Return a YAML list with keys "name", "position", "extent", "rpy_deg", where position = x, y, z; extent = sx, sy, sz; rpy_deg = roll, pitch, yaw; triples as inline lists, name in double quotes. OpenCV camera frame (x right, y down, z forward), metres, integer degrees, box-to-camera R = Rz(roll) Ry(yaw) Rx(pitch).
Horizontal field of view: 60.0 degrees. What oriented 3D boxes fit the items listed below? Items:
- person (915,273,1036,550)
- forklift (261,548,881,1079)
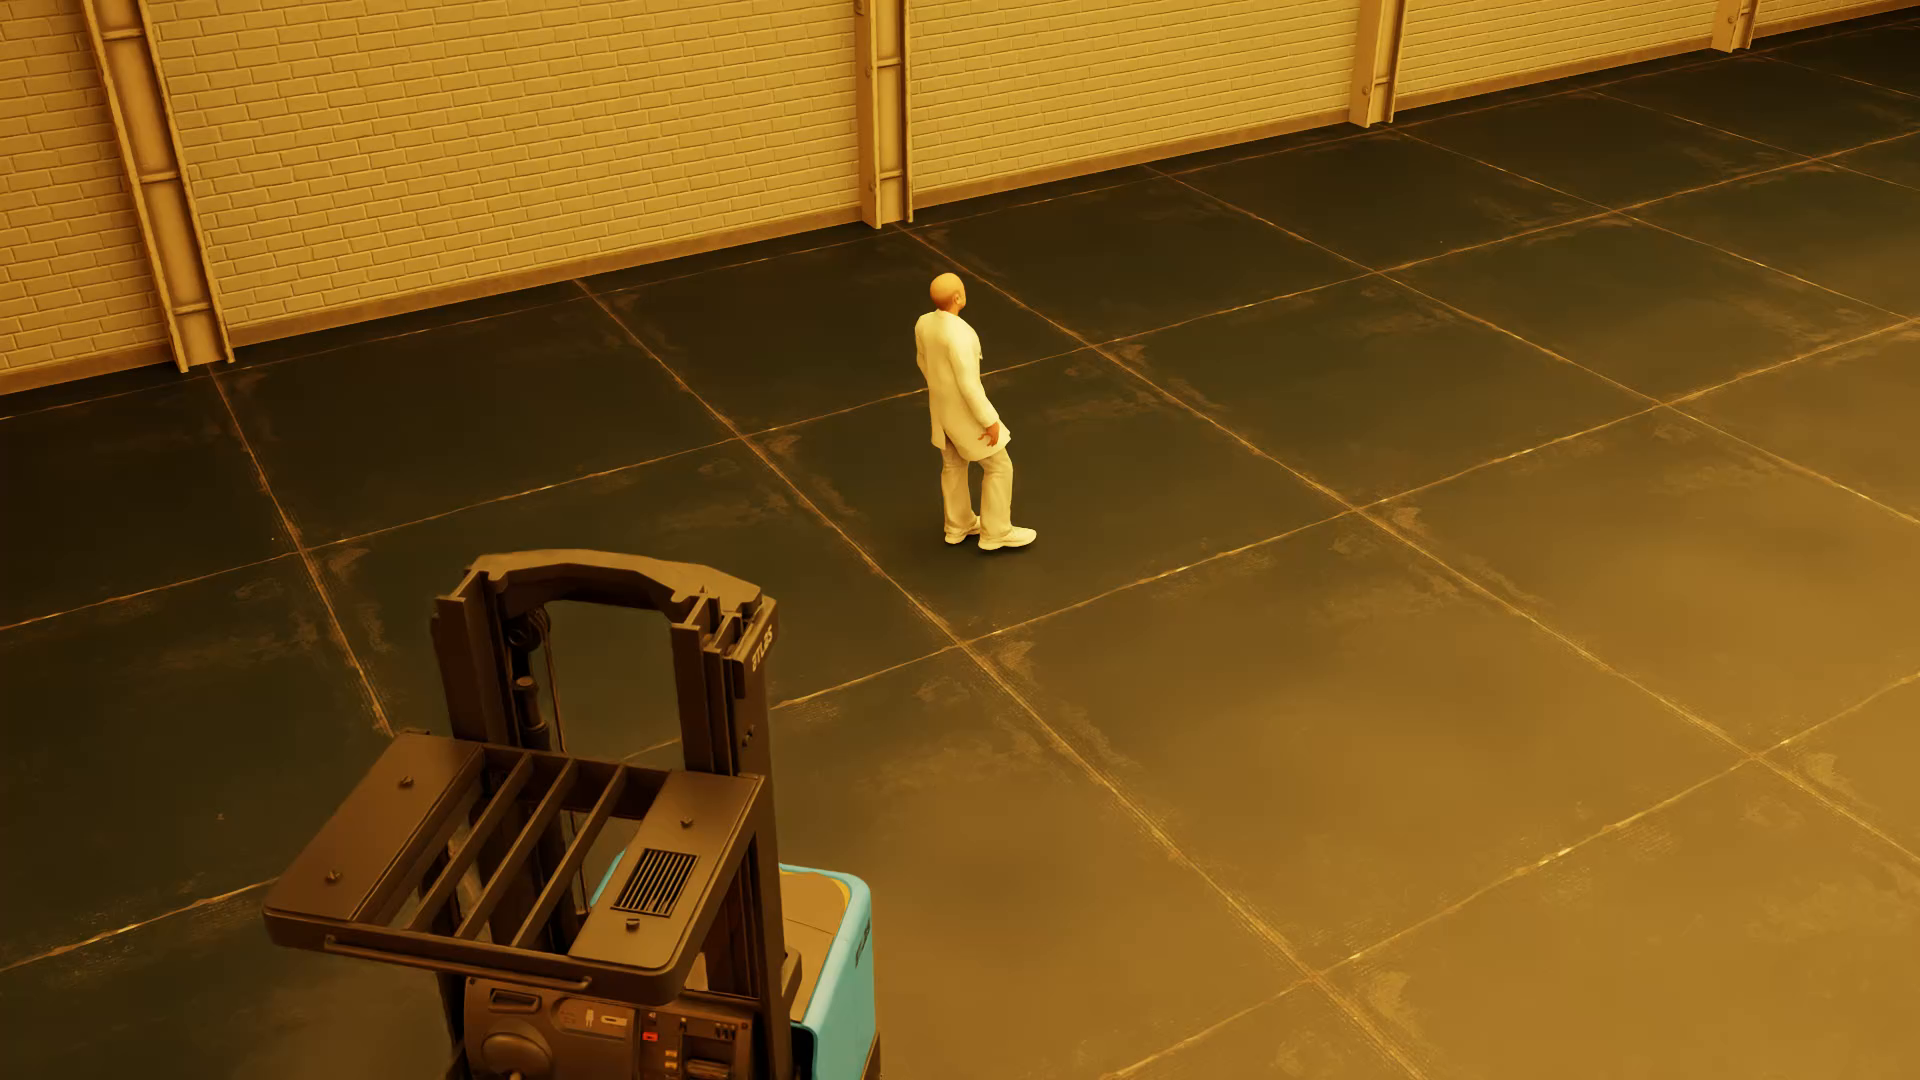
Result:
- name: "person"
  position: [0.080, -0.791, 10.076]
  extent: [0.582, 1.775, 0.696]
  rpy_deg: [-17, 35, -26]
- name: "forklift"
  position: [-1.127, 1.624, 4.934]
  extent: [1.130, 2.935, 3.031]
  rpy_deg: [6, 31, 10]
